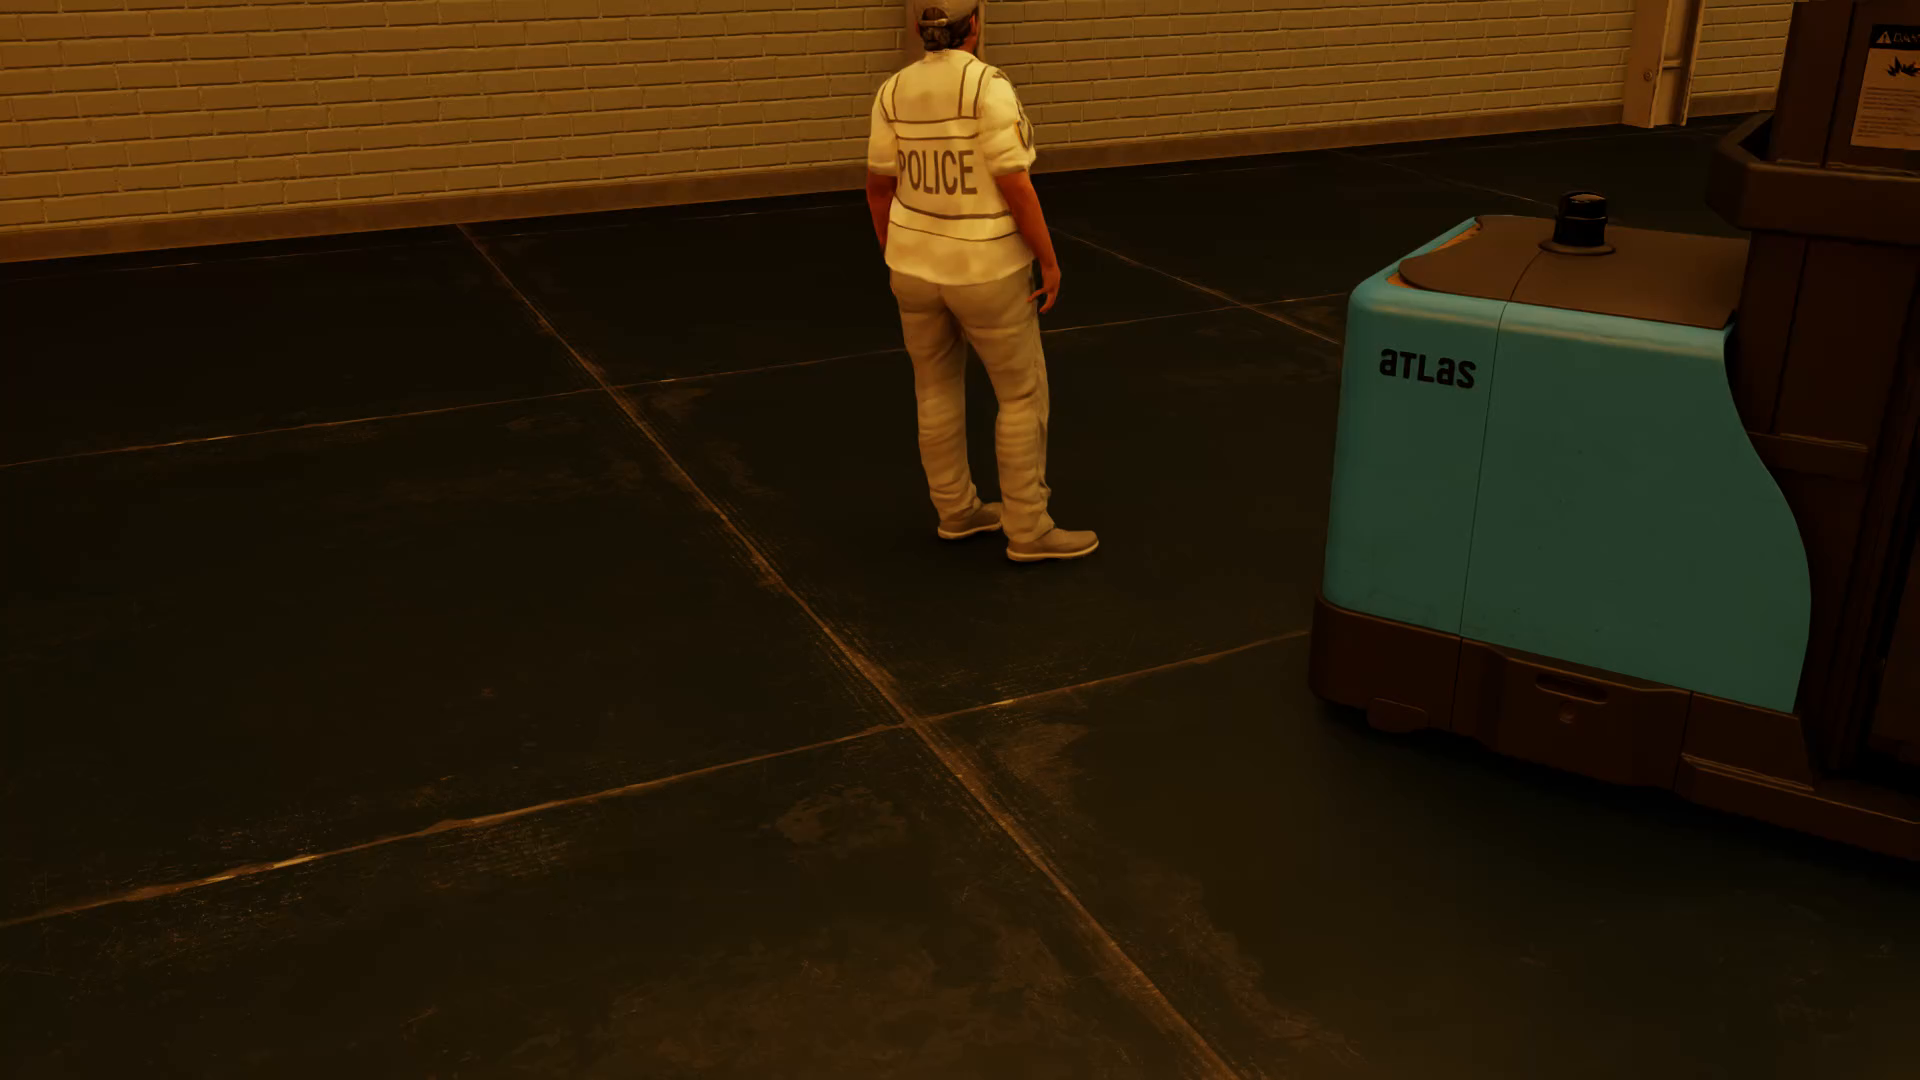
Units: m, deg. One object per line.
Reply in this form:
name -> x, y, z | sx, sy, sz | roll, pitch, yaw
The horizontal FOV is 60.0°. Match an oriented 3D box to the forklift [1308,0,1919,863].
forklift -> 2.372, -0.779, 3.163 | 3.031, 2.935, 1.130 | 14, 26, 30

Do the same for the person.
person -> 0.073, -0.769, 4.789 | 0.682, 1.670, 0.417 | 13, 26, 29
